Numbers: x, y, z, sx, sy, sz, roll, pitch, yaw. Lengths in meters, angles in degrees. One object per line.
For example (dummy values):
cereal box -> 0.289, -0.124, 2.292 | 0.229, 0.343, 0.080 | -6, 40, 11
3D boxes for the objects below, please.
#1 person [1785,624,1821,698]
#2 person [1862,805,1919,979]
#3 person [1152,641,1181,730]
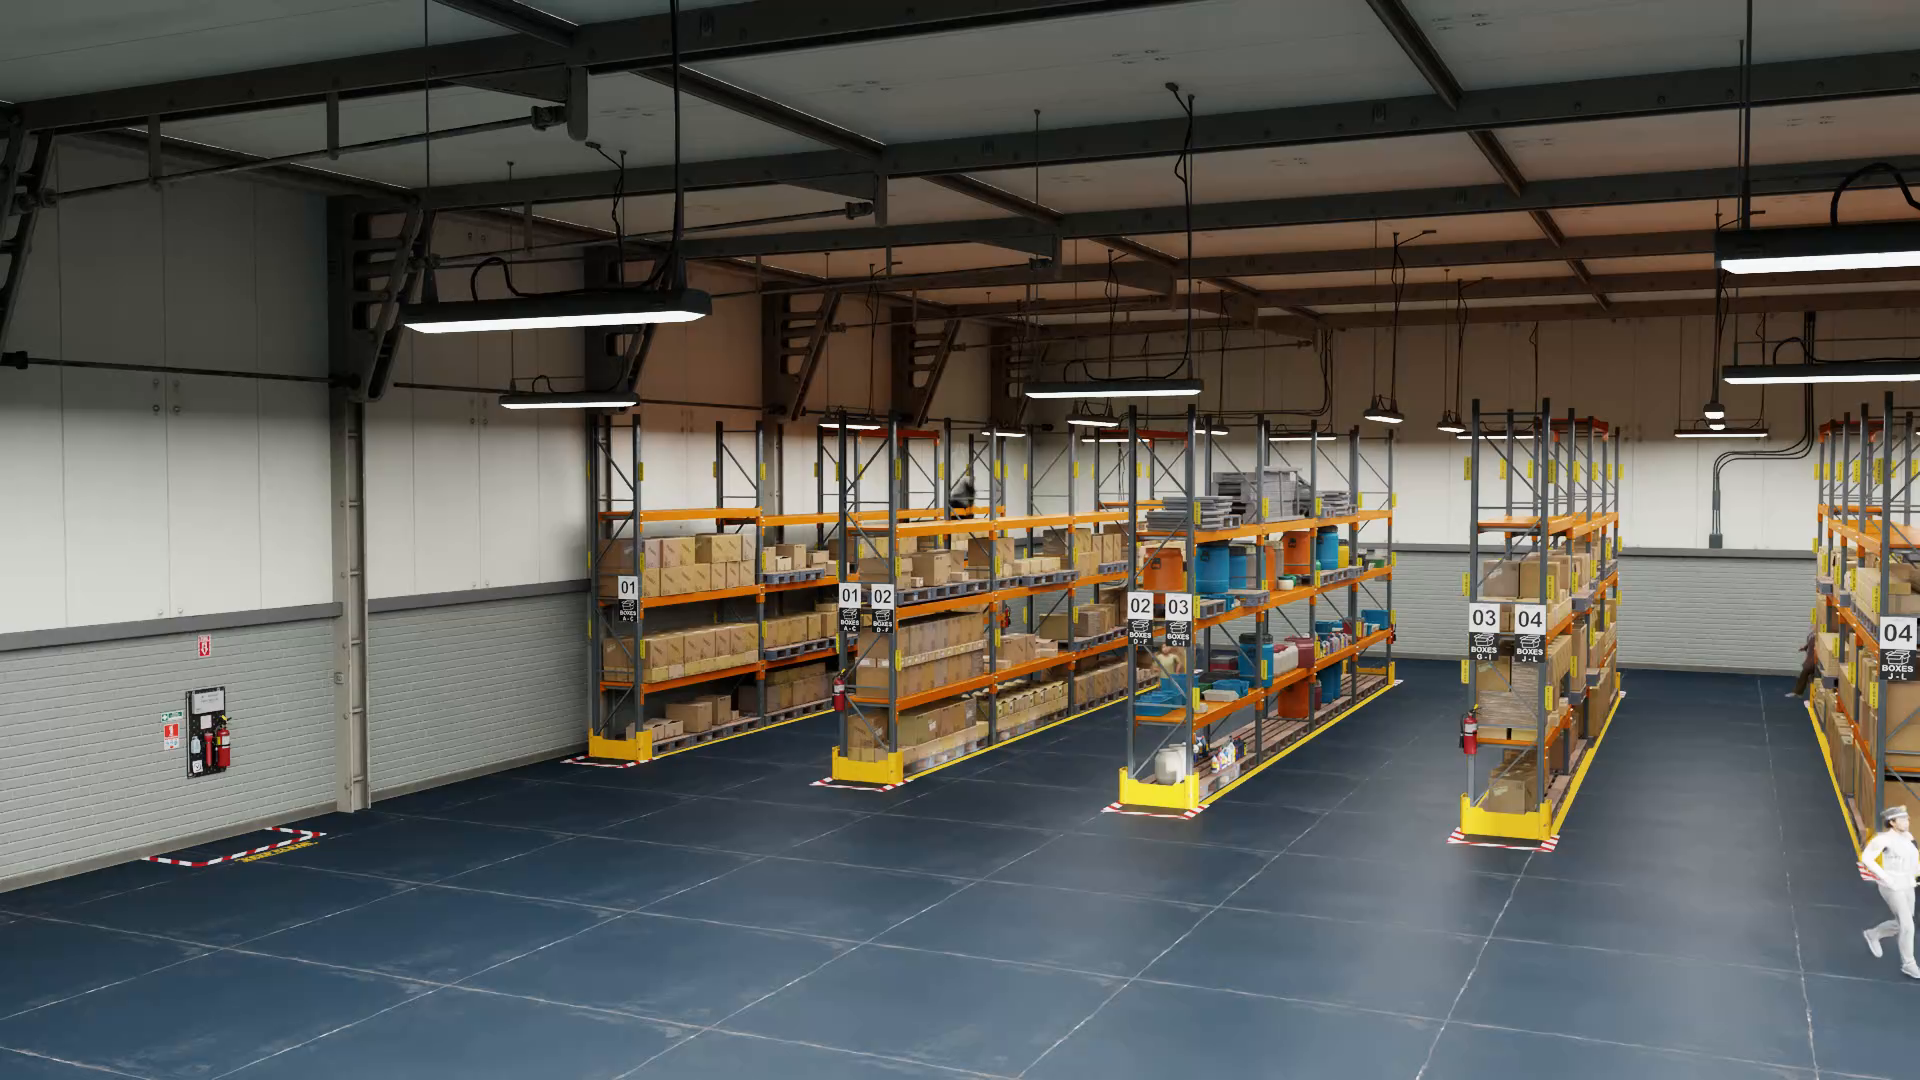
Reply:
person -> 18.676, 2.608, 36.373 | 1.087, 1.724, 0.767 | 0, 2, 9
person -> 9.334, 3.470, 16.621 | 0.627, 1.682, 0.766 | -1, 3, -25
person -> 4.036, 2.826, 32.561 | 0.524, 1.713, 0.804 | 1, 2, 16
